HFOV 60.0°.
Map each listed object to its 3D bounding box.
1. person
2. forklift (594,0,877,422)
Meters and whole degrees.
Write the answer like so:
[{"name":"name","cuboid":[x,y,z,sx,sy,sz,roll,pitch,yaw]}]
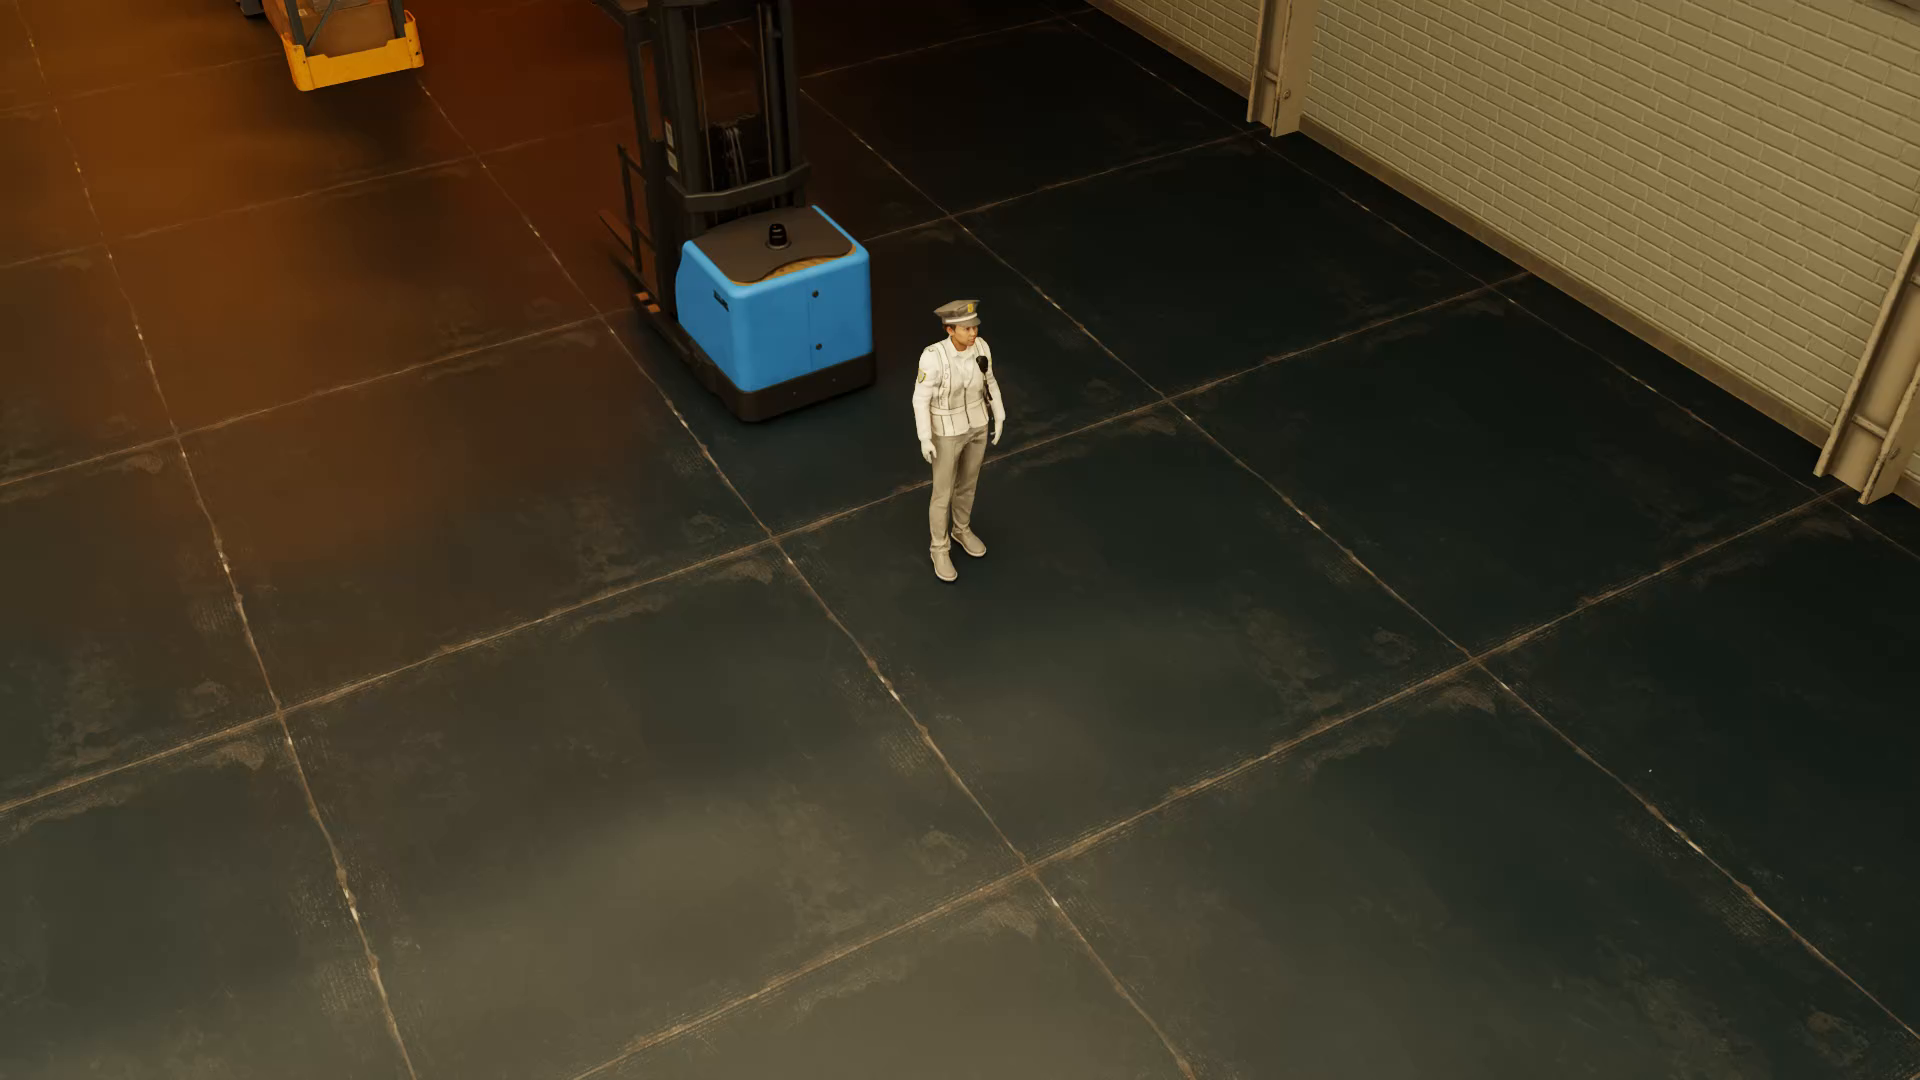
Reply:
[{"name":"person","cuboid":[0.028,-0.619,9.739,0.588,1.696,0.533,-20,44,-23]},{"name":"forklift","cuboid":[-1.780,-2.838,11.458,1.130,2.935,3.031,-21,44,-24]}]
